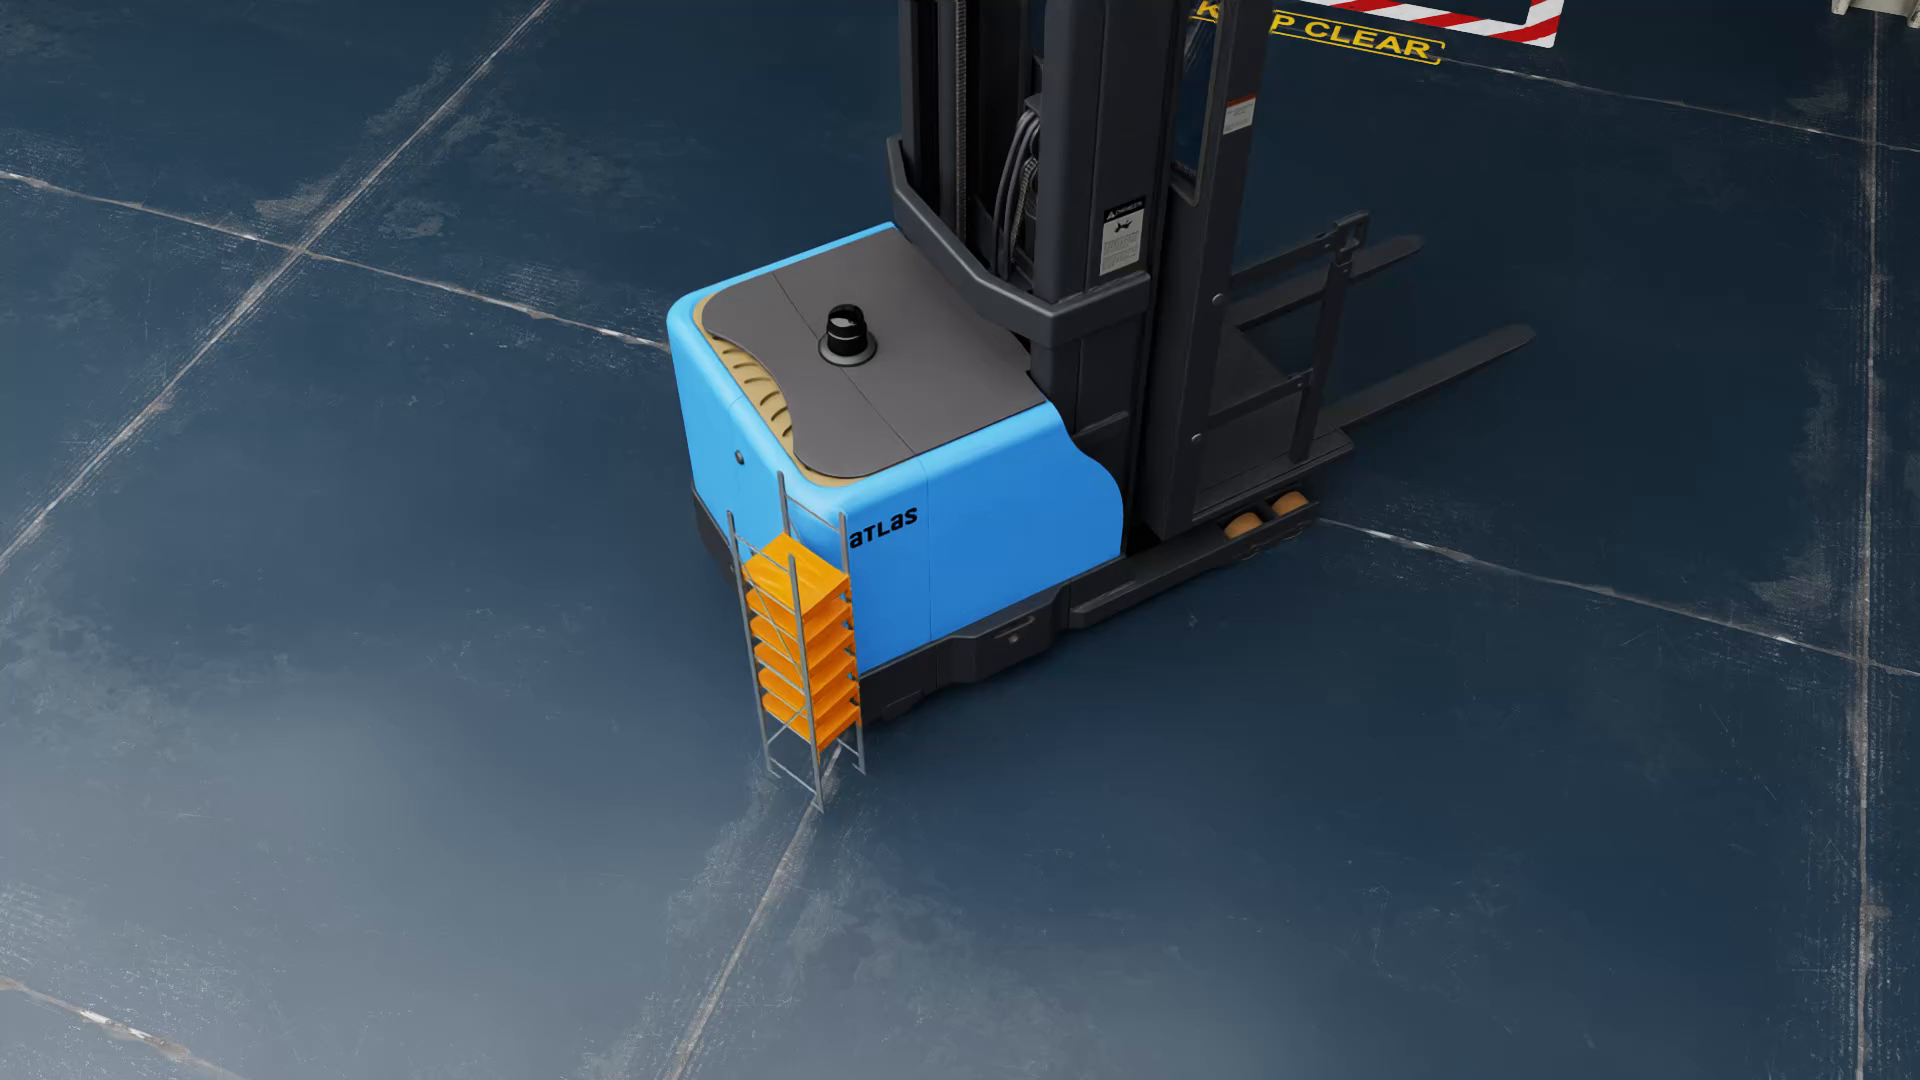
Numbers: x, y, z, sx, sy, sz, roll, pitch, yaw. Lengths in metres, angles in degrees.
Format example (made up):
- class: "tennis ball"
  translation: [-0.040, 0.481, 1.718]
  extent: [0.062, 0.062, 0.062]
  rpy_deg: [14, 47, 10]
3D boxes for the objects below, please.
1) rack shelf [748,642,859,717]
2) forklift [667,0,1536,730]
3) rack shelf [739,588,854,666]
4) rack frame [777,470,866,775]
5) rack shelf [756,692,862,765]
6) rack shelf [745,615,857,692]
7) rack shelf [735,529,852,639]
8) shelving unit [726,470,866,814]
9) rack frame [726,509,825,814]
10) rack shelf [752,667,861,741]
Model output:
- class: "rack shelf"
  translation: [-0.443, 0.352, 4.710]
  extent: [0.258, 0.103, 0.180]
  rpy_deg: [33, 57, 25]
- class: "forklift"
  translation: [0.643, -1.214, 4.862]
  extent: [3.031, 2.935, 1.130]
  rpy_deg: [-24, 53, -19]
- class: "rack shelf"
  translation: [-0.443, 0.194, 4.529]
  extent: [0.258, 0.103, 0.180]
  rpy_deg: [33, 57, 25]
- class: "rack frame"
  translation: [-0.383, 0.270, 4.722]
  extent: [0.240, 1.200, 0.006]
  rpy_deg: [33, 57, 25]
- class: "rack shelf"
  translation: [-0.443, 0.509, 4.891]
  extent: [0.258, 0.103, 0.180]
  rpy_deg: [33, 57, 25]
- class: "rack shelf"
  translation: [-0.443, 0.273, 4.619]
  extent: [0.258, 0.103, 0.180]
  rpy_deg: [33, 57, 25]
- class: "rack shelf"
  translation: [-0.443, 0.116, 4.438]
  extent: [0.258, 0.103, 0.180]
  rpy_deg: [33, 57, 25]
- class: "shelving unit"
  translation: [-0.443, 0.322, 4.676]
  extent: [0.258, 1.200, 0.189]
  rpy_deg: [33, 57, 25]
- class: "rack frame"
  translation: [-0.503, 0.375, 4.631]
  extent: [0.240, 1.200, 0.006]
  rpy_deg: [33, 57, 25]
- class: "rack shelf"
  translation: [-0.443, 0.430, 4.801]
  extent: [0.258, 0.103, 0.180]
  rpy_deg: [33, 57, 25]
